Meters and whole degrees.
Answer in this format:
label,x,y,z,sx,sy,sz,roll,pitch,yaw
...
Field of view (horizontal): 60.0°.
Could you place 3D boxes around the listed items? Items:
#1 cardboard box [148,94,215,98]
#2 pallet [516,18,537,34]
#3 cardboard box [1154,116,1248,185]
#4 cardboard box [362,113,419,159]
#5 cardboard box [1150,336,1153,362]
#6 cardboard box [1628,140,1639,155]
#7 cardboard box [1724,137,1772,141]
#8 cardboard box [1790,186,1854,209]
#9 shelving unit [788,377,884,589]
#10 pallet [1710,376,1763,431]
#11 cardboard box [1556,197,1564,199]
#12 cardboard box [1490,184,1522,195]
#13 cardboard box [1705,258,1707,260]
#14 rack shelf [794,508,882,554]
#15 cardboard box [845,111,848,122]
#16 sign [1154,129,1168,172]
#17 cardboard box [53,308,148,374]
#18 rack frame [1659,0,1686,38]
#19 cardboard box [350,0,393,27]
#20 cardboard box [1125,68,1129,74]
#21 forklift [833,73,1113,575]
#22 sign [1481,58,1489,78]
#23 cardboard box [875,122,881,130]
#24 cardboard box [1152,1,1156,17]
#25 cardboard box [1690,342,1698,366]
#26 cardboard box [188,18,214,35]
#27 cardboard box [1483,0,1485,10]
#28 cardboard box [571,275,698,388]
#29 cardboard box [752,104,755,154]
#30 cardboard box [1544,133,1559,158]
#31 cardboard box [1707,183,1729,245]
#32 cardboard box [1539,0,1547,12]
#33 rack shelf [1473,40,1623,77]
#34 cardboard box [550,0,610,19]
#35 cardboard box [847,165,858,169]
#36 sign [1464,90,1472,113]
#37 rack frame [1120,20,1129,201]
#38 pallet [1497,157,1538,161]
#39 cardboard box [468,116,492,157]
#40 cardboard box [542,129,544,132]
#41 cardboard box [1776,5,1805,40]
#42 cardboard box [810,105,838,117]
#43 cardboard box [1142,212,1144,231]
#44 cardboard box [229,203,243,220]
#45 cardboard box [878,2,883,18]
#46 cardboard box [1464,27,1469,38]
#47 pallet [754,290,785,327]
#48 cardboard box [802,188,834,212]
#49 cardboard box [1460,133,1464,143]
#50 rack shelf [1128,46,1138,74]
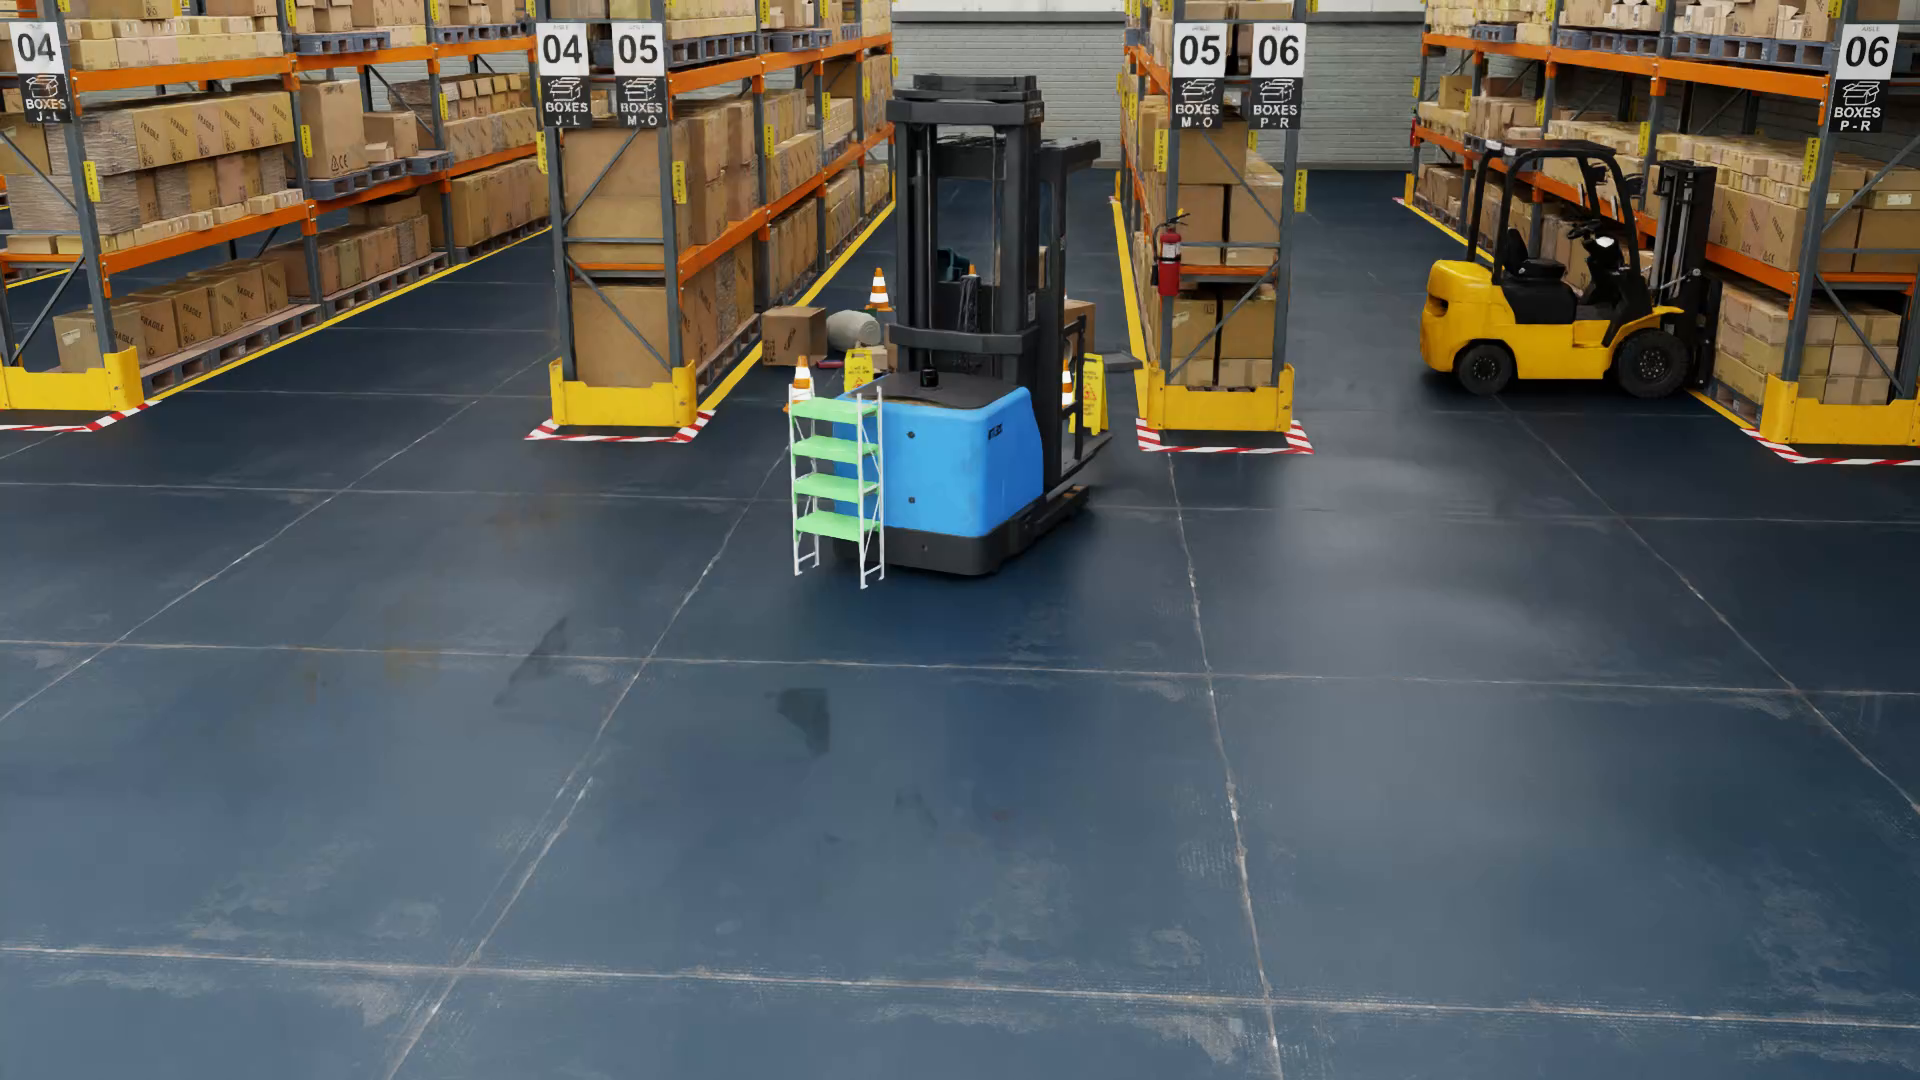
label,x,y,z,sx,sy,sz,roll,pitch,yaw
cardboard box,-7.780,-4.193,16.657,0.500,0.500,0.500,1,18,4
pallet,-6.817,-7.940,25.662,1.003,0.211,1.213,1,18,4
cardboard box,1.957,-3.182,13.573,0.700,0.500,0.500,1,18,3
cardboard box,-7.112,-4.963,20.417,0.700,0.500,0.500,4,19,12
cardboard box,1.973,-1.665,14.929,0.500,0.250,0.500,1,18,4
cardboard box,7.249,-4.109,17.444,0.380,0.149,0.250,1,18,4
cardboard box,7.595,-3.801,16.027,0.380,0.149,0.250,1,18,2
cardboard box,6.834,-2.714,13.188,0.380,0.149,0.250,2,18,5
shelving unit,-0.743,-0.346,10.052,0.503,1.200,0.258,10,21,28
pallet,7.102,-1.158,14.118,1.003,0.211,1.213,1,18,4
cardboard box,8.107,-4.448,21.978,0.380,0.149,0.250,0,18,1
cardboard box,7.702,-4.933,23.459,0.380,0.149,0.250,1,18,3
cardboard box,7.533,-2.698,16.475,0.500,0.250,0.500,2,18,5
rack shelf,-0.742,-0.057,10.147,0.480,0.148,0.258,10,21,28
cardboard box,-1.816,-6.095,23.959,0.380,0.149,0.250,2,18,6
sign,1.586,-3.073,13.118,0.100,0.325,0.005,1,18,4
cardboard box,-7.685,-1.781,14.881,0.500,0.500,0.500,5,19,14
rack frame,7.376,-6.338,15.814,1.000,3.000,0.127,1,18,4
cardboard box,-7.035,-6.304,19.564,0.500,0.500,0.500,2,18,5
cardboard box,2.872,-7.228,26.398,0.500,0.500,0.500,1,18,4
forklift,0.255,-1.597,11.091,1.130,2.935,3.031,8,20,22
sign,8.788,-7.896,27.836,0.100,0.325,0.005,1,18,4
cardboard box,-1.503,-6.860,27.446,0.380,0.149,0.250,0,18,1
cardboard box,2.076,-5.191,16.254,0.380,0.149,0.250,1,18,3
cardboard box,6.912,-1.762,15.224,0.500,0.250,0.500,2,18,6
cardboard box,-7.284,-4.845,15.674,0.380,0.149,0.250,2,18,6
cardboard box,7.542,-7.499,23.265,0.380,0.149,0.250,2,18,5
cardboard box,-2.824,-1.835,14.445,0.875,0.875,0.875,1,18,4
cardboard box,-2.490,-4.353,17.624,0.700,0.500,0.500,1,18,3
cardboard box,7.362,-4.764,20.082,0.500,0.250,0.500,1,18,4
cardboard box,6.970,-2.927,14.879,0.500,0.500,0.500,1,18,4
cardboard box,7.485,-6.691,20.831,0.380,0.149,0.250,1,18,2
rack shelf,7.806,-6.434,22.080,1.077,0.370,4.000,1,18,4
cardboard box,-3.050,-4.334,13.444,0.500,0.250,0.500,2,18,5
cardboard box,-1.936,-6.287,28.241,0.380,0.149,0.250,2,18,5
sign,7.408,-6.393,24.225,0.100,0.325,0.005,1,18,4
rack frame,3.285,-7.324,28.457,1.000,3.000,0.127,1,18,4
pallet,7.797,-5.242,22.413,1.003,0.211,1.213,1,18,4
cardboard box,-6.799,-5.572,22.950,0.500,0.500,0.500,1,18,3
cardboard box,-6.533,-6.268,25.637,0.380,0.149,0.250,1,18,4
cardboard box,6.864,-4.196,13.476,0.396,0.266,0.258,1,18,4
cardboard box,-1.893,-5.906,22.903,0.380,0.149,0.250,1,18,3
cardboard box,2.844,-4.242,21.788,0.875,0.875,0.875,1,18,3
cardboard box,-7.321,-3.238,16.391,0.380,0.149,0.250,1,18,4
cardboard box,-1.514,-8.528,26.752,0.500,0.250,0.500,2,18,5
cardboard box,7.729,-7.555,24.749,0.380,0.149,0.250,2,18,6
pallet,-2.540,-2.592,18.495,1.003,0.211,1.213,1,18,4
cardboard box,-1.942,-4.495,21.959,0.500,0.250,0.500,0,18,1
cardboard box,7.717,-6.038,24.937,0.380,0.149,0.250,2,18,5
rack shelf,2.855,-6.544,22.414,1.077,0.370,4.000,1,18,4
